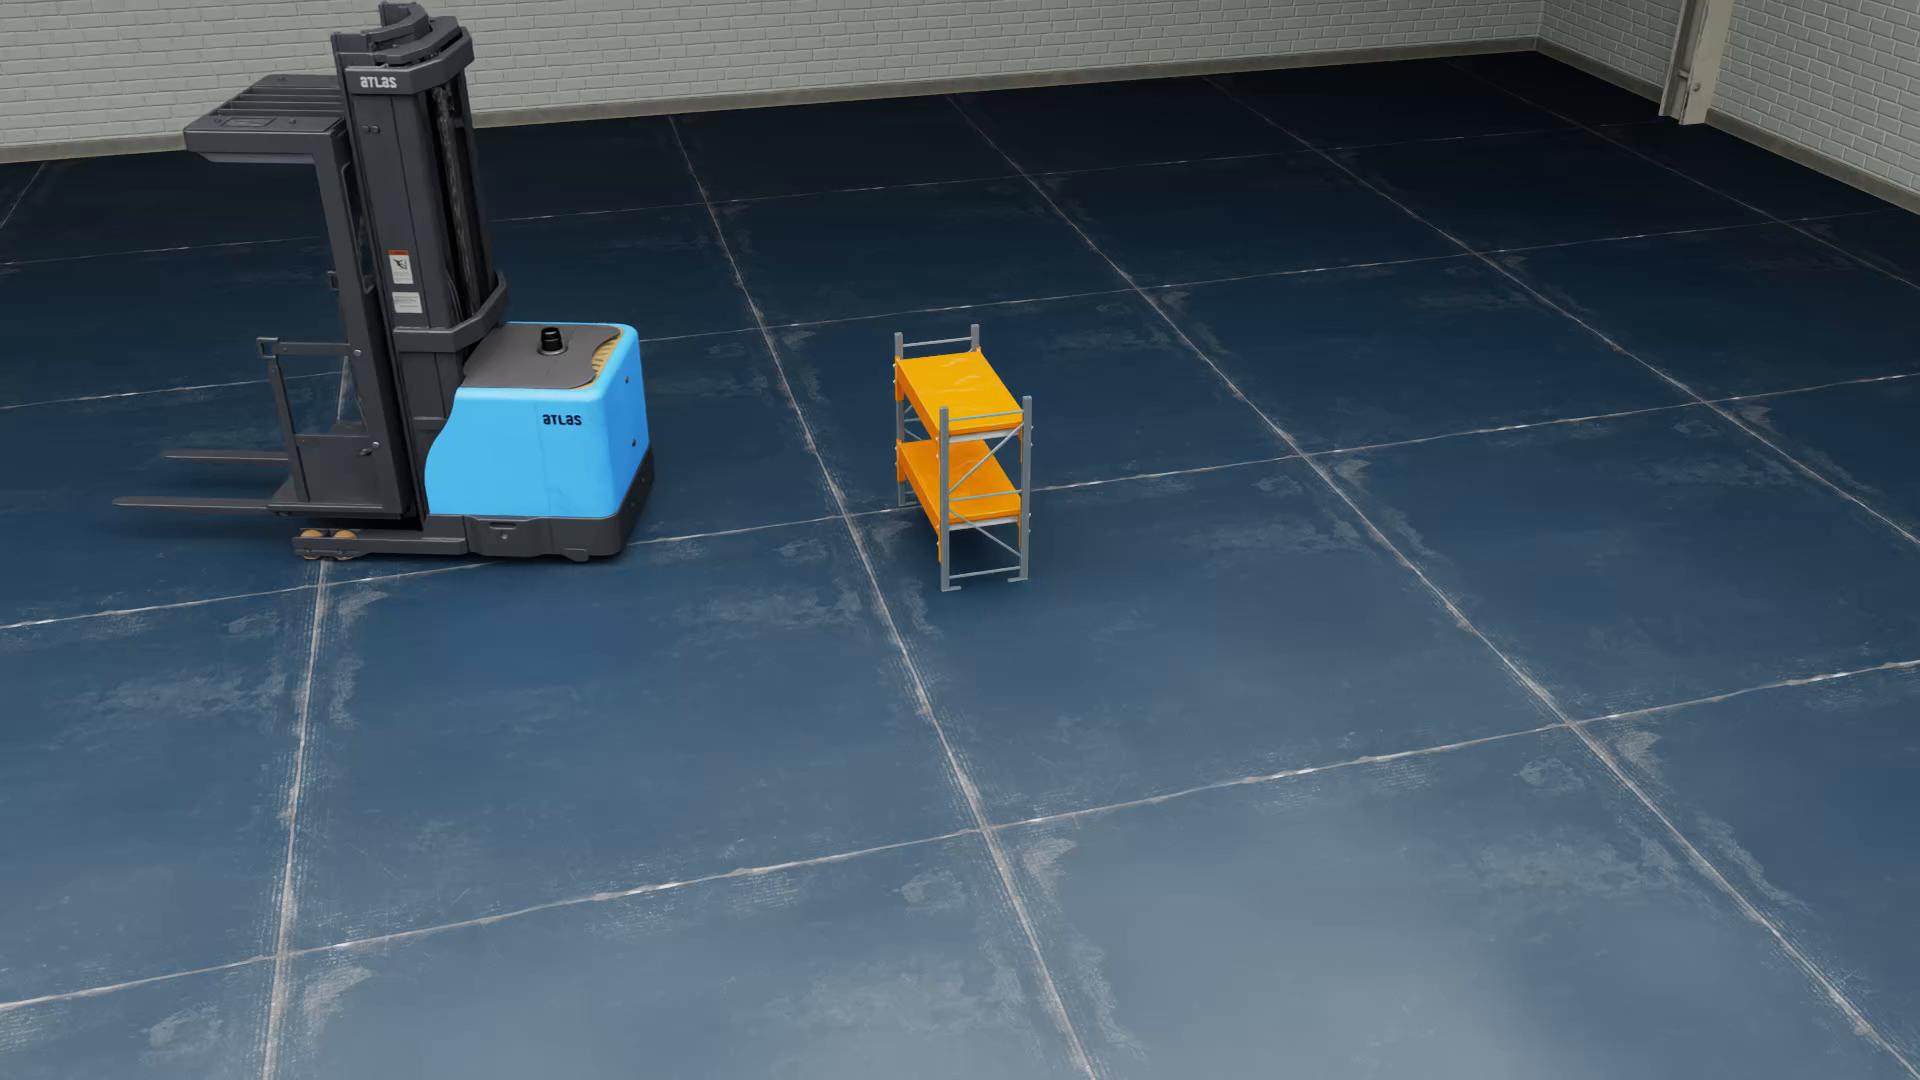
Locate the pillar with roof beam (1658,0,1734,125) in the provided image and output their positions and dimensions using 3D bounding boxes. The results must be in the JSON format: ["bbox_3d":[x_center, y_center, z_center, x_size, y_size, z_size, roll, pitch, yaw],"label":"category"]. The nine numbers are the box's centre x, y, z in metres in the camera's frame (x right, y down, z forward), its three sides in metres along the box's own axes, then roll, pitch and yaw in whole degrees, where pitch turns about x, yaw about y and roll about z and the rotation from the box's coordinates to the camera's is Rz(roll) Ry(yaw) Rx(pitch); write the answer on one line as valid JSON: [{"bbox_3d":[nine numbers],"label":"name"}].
[{"bbox_3d":[3.383,-7.718,14.101,9.100,9.000,0.400,-8,31,-13],"label":"pillar with roof beam"}]

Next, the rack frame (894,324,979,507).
[{"bbox_3d":[-0.133,-0.729,9.887,0.500,1.125,0.032,-8,31,-13],"label":"rack frame"}]

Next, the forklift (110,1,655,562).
[{"bbox_3d":[-3.418,-1.415,9.269,3.031,2.935,1.130,1,30,3],"label":"forklift"}]

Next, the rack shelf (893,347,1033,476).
[{"bbox_3d":[0.002,-0.737,9.316,0.538,0.278,1.000,-8,31,-13],"label":"rack shelf"}]

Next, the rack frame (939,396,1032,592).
[{"bbox_3d":[0.137,-0.238,9.038,0.500,1.125,0.032,-8,31,-13],"label":"rack frame"}]

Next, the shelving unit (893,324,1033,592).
[{"bbox_3d":[0.002,-0.484,9.463,0.538,1.125,1.048,-8,31,-13],"label":"shelving unit"}]

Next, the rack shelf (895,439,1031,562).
[{"bbox_3d":[0.002,-0.272,9.585,0.538,0.278,1.000,-8,31,-13],"label":"rack shelf"}]
